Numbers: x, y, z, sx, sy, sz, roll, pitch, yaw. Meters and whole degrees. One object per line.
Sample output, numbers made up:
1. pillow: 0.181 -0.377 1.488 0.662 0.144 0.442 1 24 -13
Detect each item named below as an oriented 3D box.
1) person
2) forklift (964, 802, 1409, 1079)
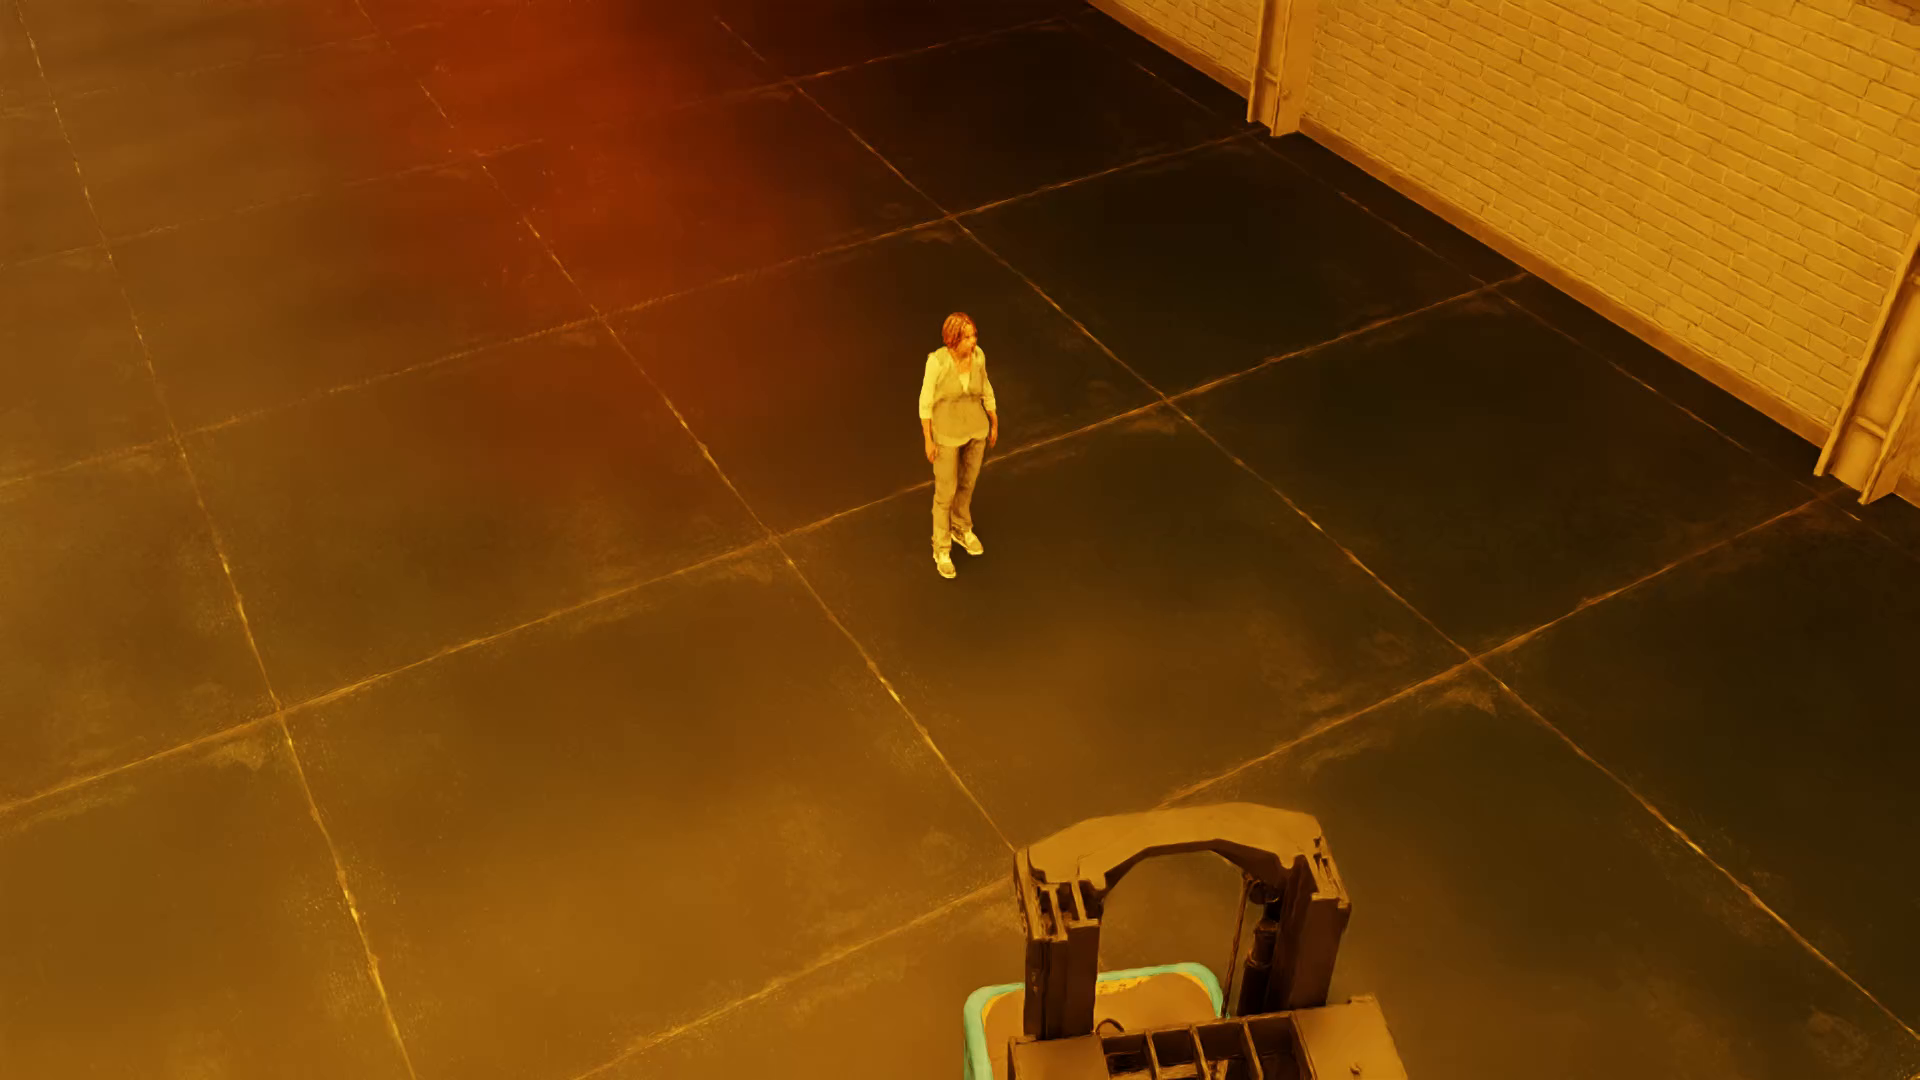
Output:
1. person: 0.025 -0.575 9.763 0.521 1.597 0.474 -20 44 -23
2. forklift: 0.717 2.349 5.204 1.130 2.935 3.031 -5 40 -6
